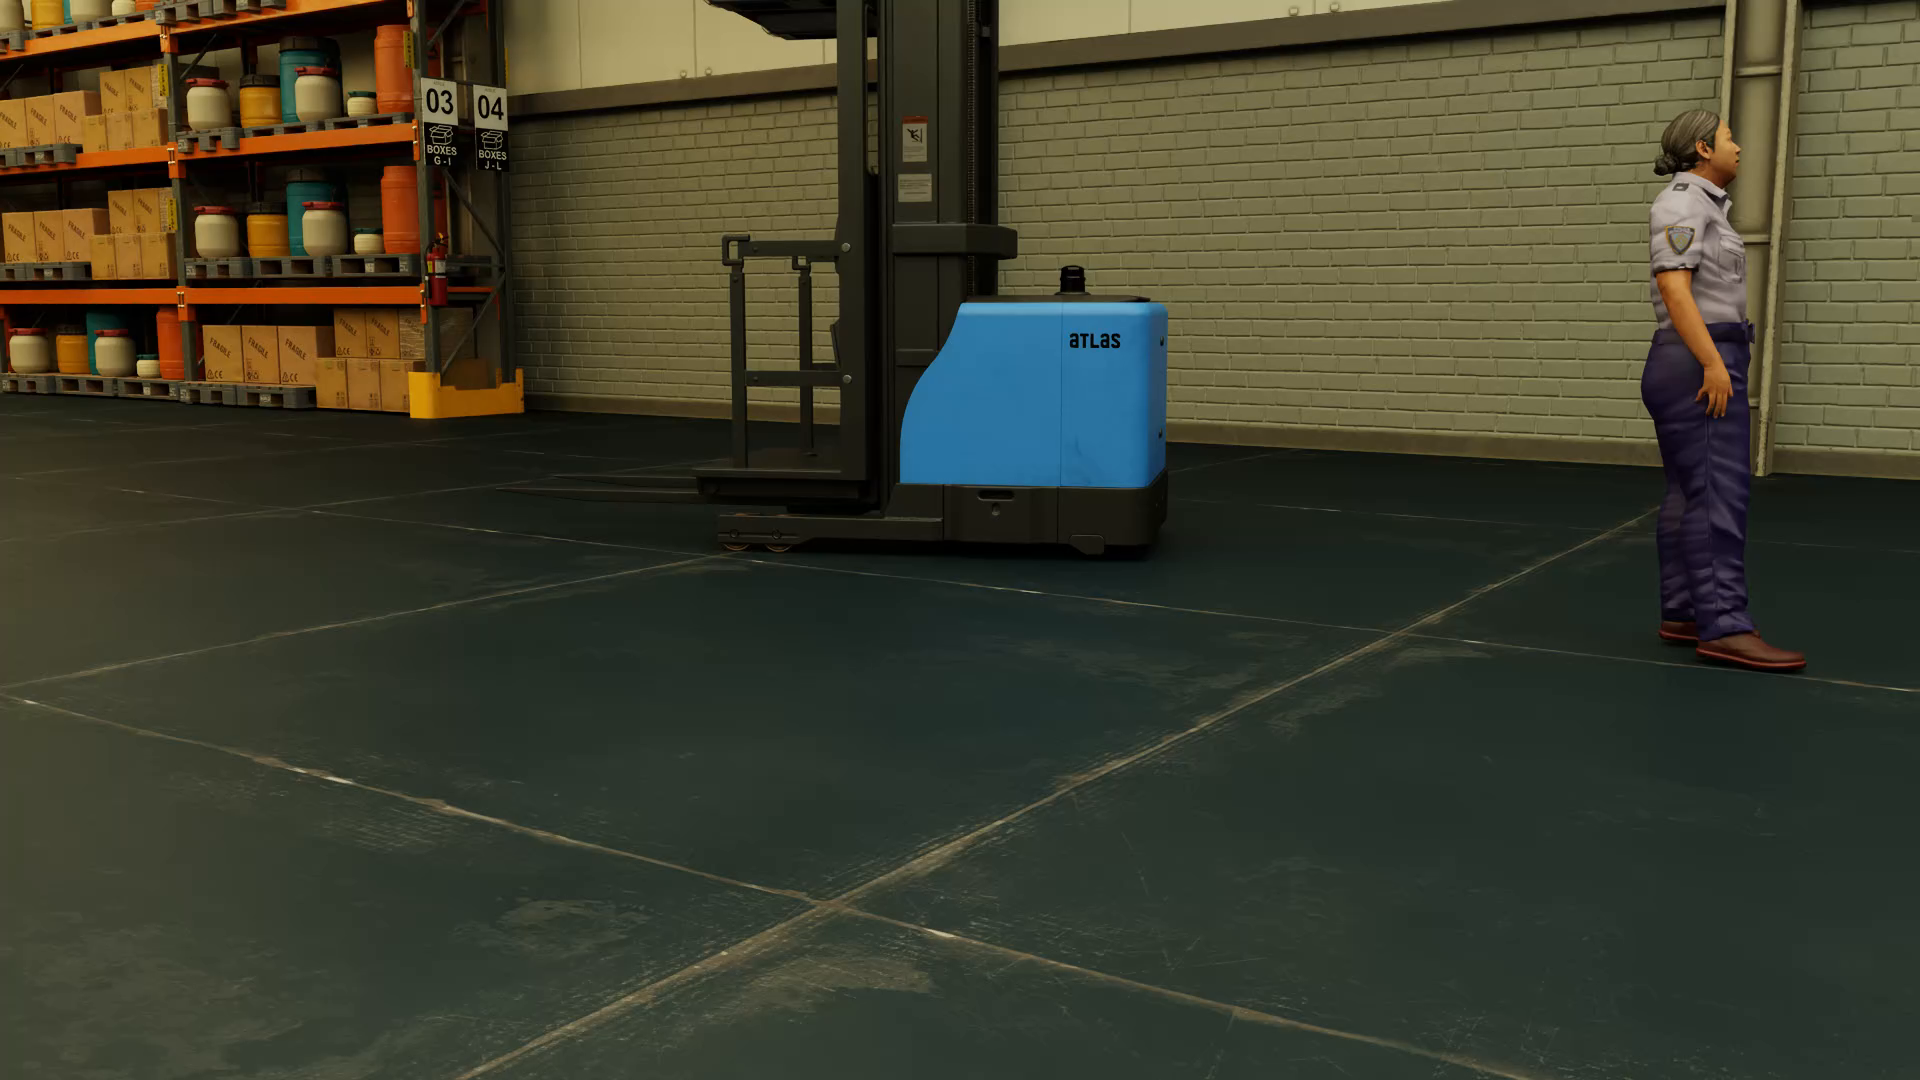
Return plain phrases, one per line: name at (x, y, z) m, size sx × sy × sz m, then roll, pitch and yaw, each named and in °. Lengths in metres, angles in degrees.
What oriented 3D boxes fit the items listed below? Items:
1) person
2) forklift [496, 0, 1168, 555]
person at (2.347, -0.479, 5.073) m, size 0.502 × 1.651 × 0.598 m, roll 4°, pitch 9°, yaw 24°
forklift at (-0.596, -1.469, 7.520) m, size 3.031 × 2.935 × 1.130 m, roll 2°, pitch 8°, yaw 12°
